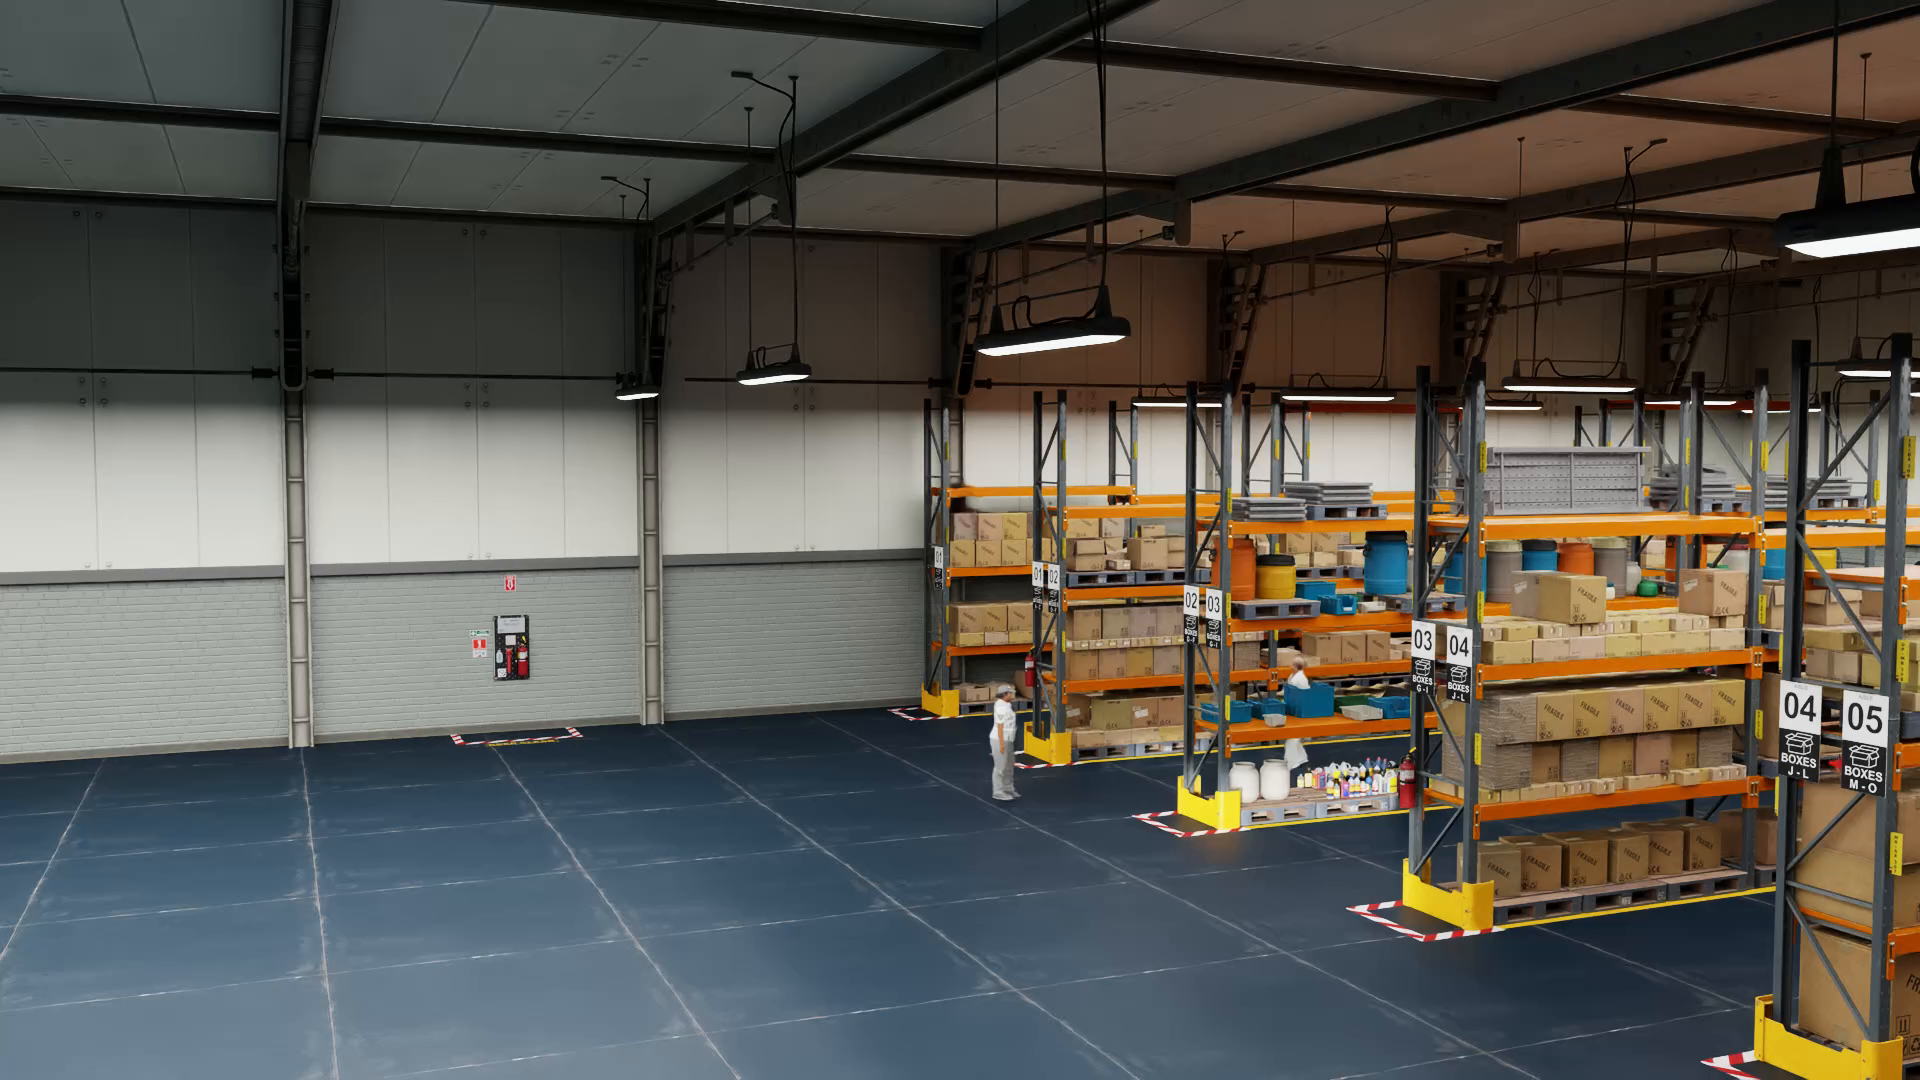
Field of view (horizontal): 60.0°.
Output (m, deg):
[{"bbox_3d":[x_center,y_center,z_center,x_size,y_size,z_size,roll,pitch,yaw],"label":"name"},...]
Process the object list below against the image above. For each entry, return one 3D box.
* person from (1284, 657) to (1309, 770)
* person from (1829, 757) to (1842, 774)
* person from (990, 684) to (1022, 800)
[{"bbox_3d":[5.269,2.753,26.490,0.690,1.797,0.649,-1,3,-13],"label":"person"},{"bbox_3d":[9.688,3.259,18.143,0.877,1.815,0.489,-1,4,-21],"label":"person"},{"bbox_3d":[0.660,2.939,24.078,0.452,1.704,0.553,1,3,9],"label":"person"}]
